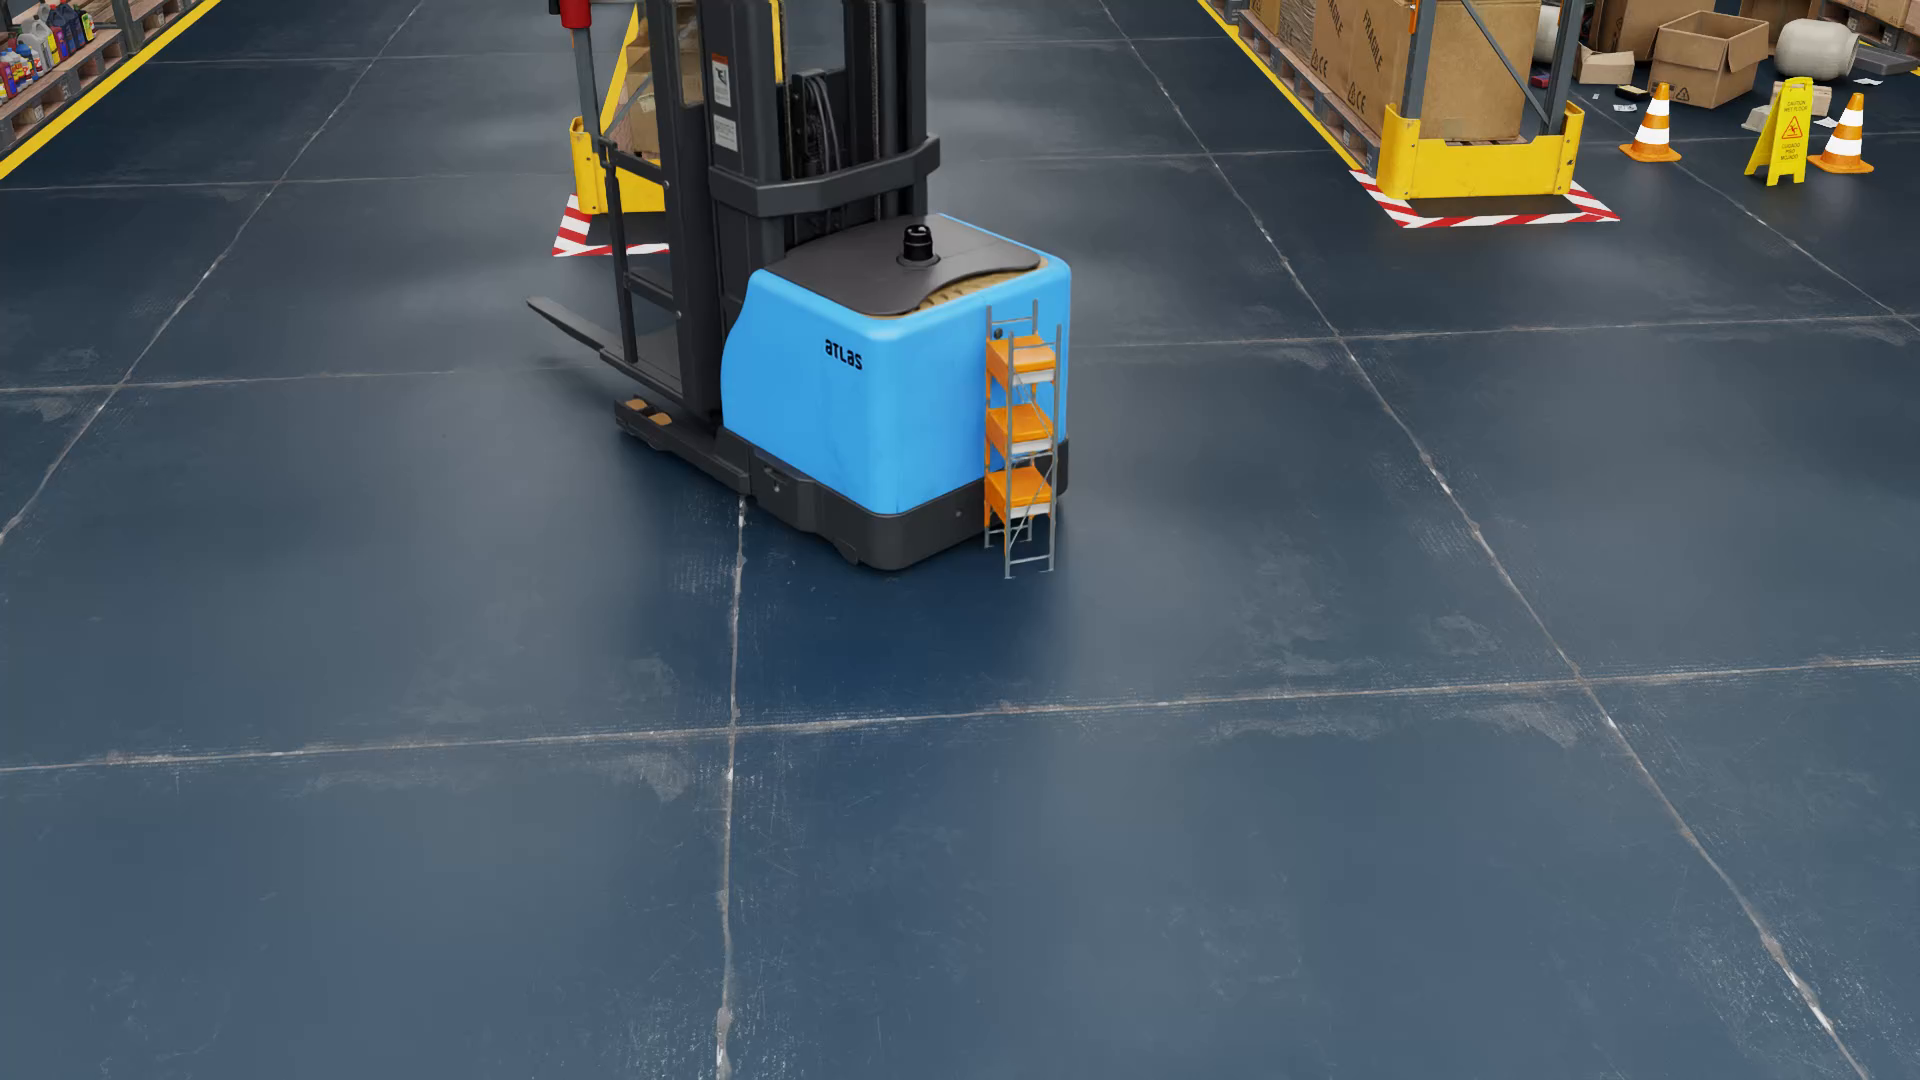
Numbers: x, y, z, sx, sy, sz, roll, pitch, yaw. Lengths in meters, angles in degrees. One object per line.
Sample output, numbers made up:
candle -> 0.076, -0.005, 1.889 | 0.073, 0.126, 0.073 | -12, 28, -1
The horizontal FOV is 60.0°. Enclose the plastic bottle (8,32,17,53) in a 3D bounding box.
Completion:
plastic bottle -> -6.735, -3.491, 11.889 | 0.061, 0.283, 0.133 | -3, 31, -5

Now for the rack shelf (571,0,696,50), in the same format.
rack shelf -> -1.917, -4.042, 11.293 | 1.077, 0.370, 4.000 | -3, 31, -5

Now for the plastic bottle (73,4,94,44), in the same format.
plastic bottle -> -6.662, -3.927, 12.620 | 0.061, 0.283, 0.133 | -1, 31, -2

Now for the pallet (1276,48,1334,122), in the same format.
pallet -> 2.954, -3.344, 12.143 | 1.003, 0.211, 1.213 | -3, 31, -5

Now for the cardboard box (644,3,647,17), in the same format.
cardboard box -> -2.045, -3.981, 12.517 | 0.500, 0.500, 0.500 | 7, 32, 11

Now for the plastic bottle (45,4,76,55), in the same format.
plastic bottle -> -6.670, -3.773, 12.296 | 0.144, 0.351, 0.185 | -4, 31, -7

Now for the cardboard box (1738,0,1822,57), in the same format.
cardboard box -> 6.508, -4.162, 13.228 | 0.500, 0.500, 0.500 | 20, 36, 29

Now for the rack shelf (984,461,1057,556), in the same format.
rack shelf -> 0.233, -0.125, 6.499 | 0.215, 0.259, 0.240 | -10, 32, -16

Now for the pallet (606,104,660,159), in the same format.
pallet -> -1.778, -2.588, 10.876 | 1.003, 0.211, 1.213 | -3, 31, -5

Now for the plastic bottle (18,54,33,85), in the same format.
plastic bottle -> -6.571, -3.297, 11.645 | 0.097, 0.201, 0.097 | 0, 31, 0

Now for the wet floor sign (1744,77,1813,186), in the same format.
wet floor sign -> 5.192, -2.585, 10.448 | 0.267, 0.644, 0.232 | -8, 32, -13

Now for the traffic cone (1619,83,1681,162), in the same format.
traffic cone -> 4.582, -2.766, 10.929 | 0.336, 0.463, 0.334 | -3, 31, -5

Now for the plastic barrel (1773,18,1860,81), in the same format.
plastic barrel -> 6.436, -3.680, 12.499 | 0.512, 0.421, 0.421 | 20, 36, 29

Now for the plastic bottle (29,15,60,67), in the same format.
plastic bottle -> -6.640, -3.608, 12.020 | 0.144, 0.351, 0.185 | -3, 31, -5

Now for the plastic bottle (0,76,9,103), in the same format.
plastic bottle -> -6.530, -3.073, 11.270 | 0.097, 0.201, 0.097 | 0, 31, 0

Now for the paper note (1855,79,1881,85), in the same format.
paper note -> 6.828, -3.451, 12.497 | 0.142, 0.019, 0.148 | -14, 33, -22

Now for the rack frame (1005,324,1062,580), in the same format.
rack frame -> 0.271, -0.314, 6.251 | 0.200, 1.050, 0.008 | -10, 32, -16

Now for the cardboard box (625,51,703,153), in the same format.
cardboard box -> -1.772, -2.756, 10.468 | 0.500, 0.500, 0.500 | 3, 31, 5

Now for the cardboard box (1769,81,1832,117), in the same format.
cardboard box -> 6.003, -3.153, 11.883 | 0.380, 0.149, 0.250 | 13, 33, 21

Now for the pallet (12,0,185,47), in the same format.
pallet -> -7.147, -4.336, 13.804 | 1.003, 0.211, 1.213 | -3, 31, -5

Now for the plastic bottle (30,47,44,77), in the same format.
plastic bottle -> -6.590, -3.402, 11.820 | 0.097, 0.201, 0.097 | 0, 31, 0

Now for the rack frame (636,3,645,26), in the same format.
rack frame -> -2.104, -5.372, 12.818 | 1.000, 3.000, 0.127 | -3, 31, -5

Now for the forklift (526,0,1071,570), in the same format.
forklift -> -0.912, -1.813, 6.927 | 1.130, 2.935, 3.031 | -25, 39, -35

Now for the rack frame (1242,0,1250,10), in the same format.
rack frame -> 2.844, -5.558, 13.130 | 1.000, 3.000, 0.127 | -3, 31, -5

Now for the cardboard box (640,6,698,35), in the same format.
cardboard box -> -1.901, -3.380, 11.512 | 0.500, 0.500, 0.500 | 0, 31, 0

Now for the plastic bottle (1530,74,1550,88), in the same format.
plastic bottle -> 4.429, -3.445, 12.458 | 0.283, 0.061, 0.133 | -14, 33, -22

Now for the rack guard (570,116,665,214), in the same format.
rack guard -> -1.737, -2.295, 10.105 | 1.175, 0.500, 0.348 | -3, 31, -5

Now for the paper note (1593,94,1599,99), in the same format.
paper note -> 4.659, -3.250, 12.181 | 0.032, 0.001, 0.123 | 13, 33, 21

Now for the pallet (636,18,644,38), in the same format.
pallet -> -2.006, -3.833, 12.962 | 1.003, 0.211, 1.213 | -3, 31, -5

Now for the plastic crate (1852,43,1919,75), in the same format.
plastic crate -> 7.093, -3.752, 12.954 | 0.402, 0.080, 0.583 | -14, 33, -22

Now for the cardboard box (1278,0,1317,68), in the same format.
cardboard box -> 2.921, -4.041, 12.253 | 0.875, 0.875, 0.875 | -3, 31, -4

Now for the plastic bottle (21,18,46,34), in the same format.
plastic bottle -> -6.815, -3.721, 12.282 | 0.152, 0.276, 0.135 | -3, 31, -5

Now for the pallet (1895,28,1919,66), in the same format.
pallet -> 7.978, -3.684, 12.712 | 1.003, 0.211, 1.213 | -3, 31, -5

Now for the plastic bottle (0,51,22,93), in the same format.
plastic bottle -> -6.553, -3.225, 11.456 | 0.097, 0.271, 0.097 | 0, 31, 0

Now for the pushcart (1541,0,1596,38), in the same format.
pushcart -> 5.498, -4.586, 14.060 | 1.648, 0.377, 0.936 | -14, 33, -22

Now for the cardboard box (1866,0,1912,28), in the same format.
cardboard box -> 7.610, -4.260, 13.229 | 0.500, 0.250, 0.500 | -1, 31, -2

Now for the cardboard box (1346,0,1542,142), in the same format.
cardboard box -> 3.089, -3.127, 10.722 | 0.875, 0.875, 0.875 | -3, 31, -4

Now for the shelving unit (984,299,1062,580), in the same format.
shelving unit -> 0.233, -0.373, 6.351 | 0.215, 1.050, 0.252 | -10, 32, -16

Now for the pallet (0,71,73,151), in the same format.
pallet -> -6.897, -2.968, 11.513 | 1.003, 0.211, 1.213 | -3, 31, -5

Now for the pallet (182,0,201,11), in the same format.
pallet -> -7.264, -4.961, 14.849 | 1.003, 0.211, 1.213 | -3, 31, -5

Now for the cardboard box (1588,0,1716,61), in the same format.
cardboard box -> 5.356, -4.043, 12.896 | 0.797, 0.637, 0.503 | -3, 31, -5
